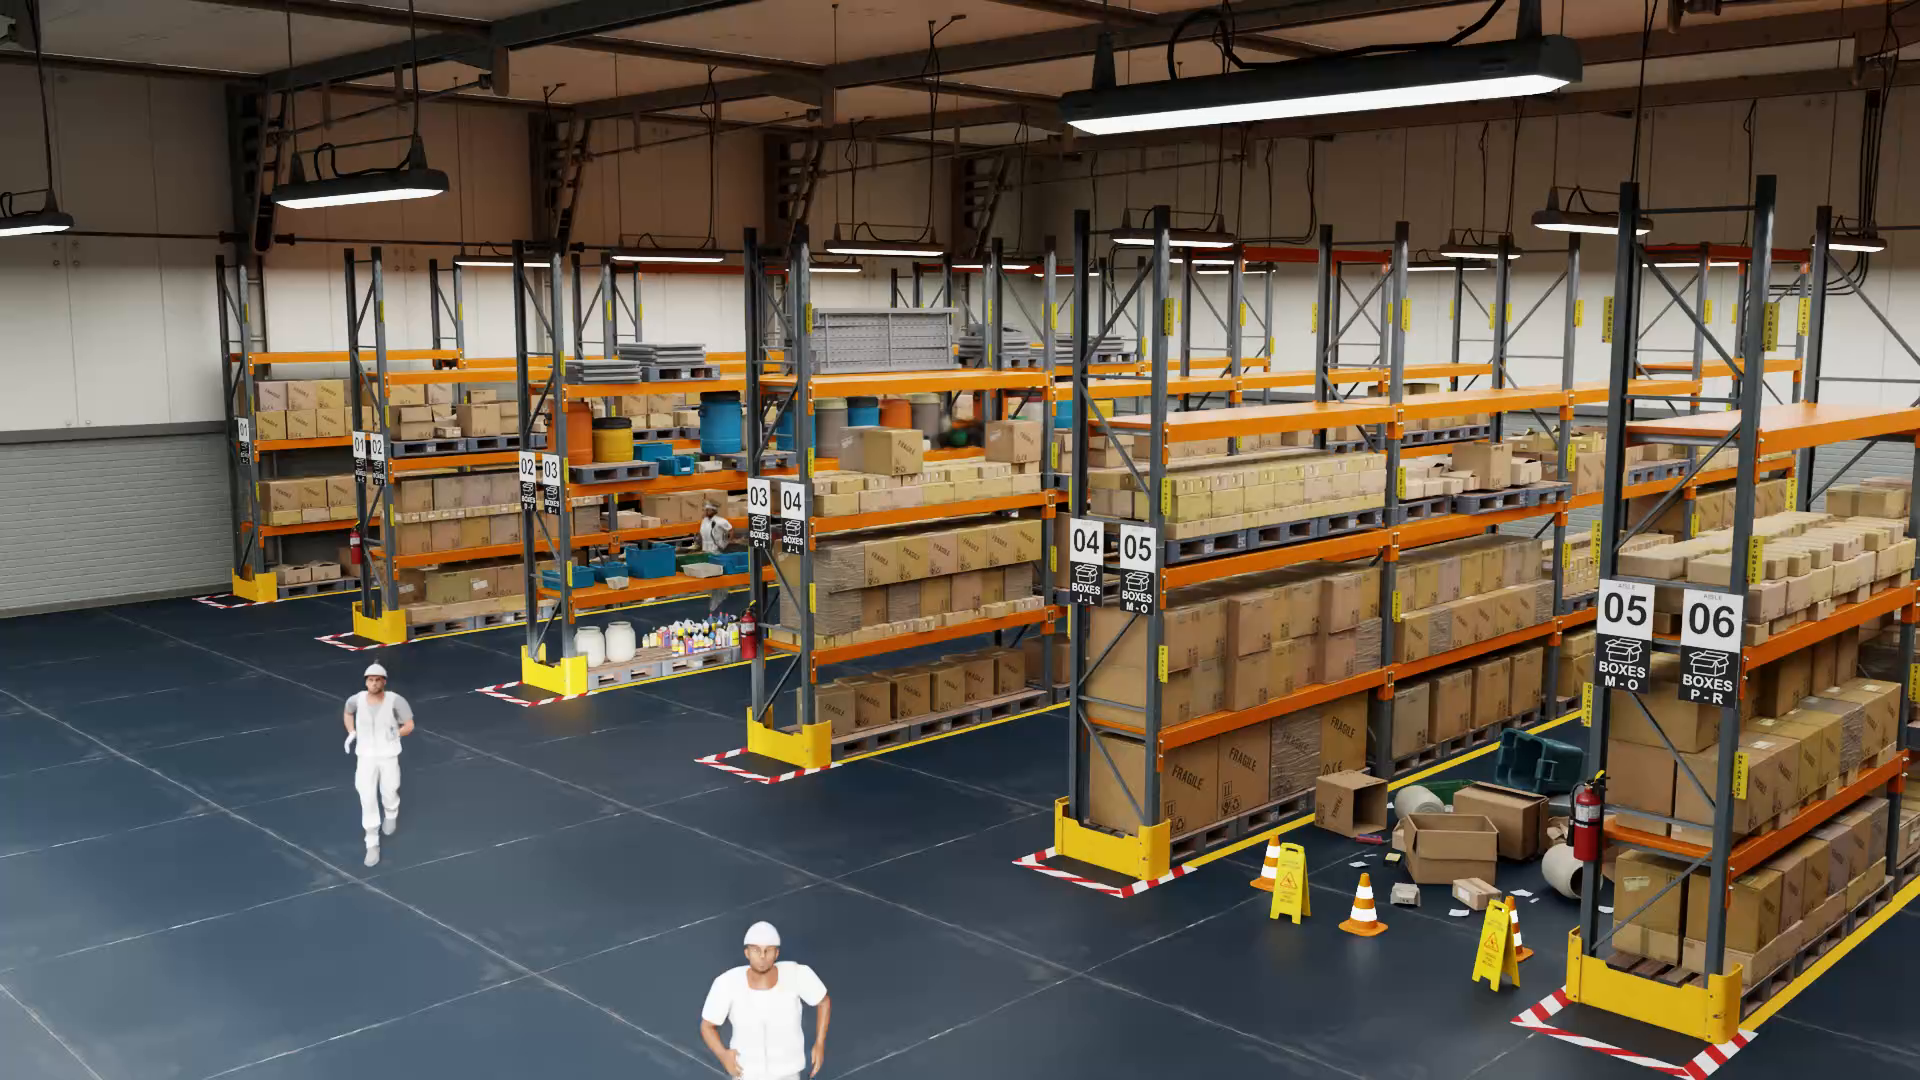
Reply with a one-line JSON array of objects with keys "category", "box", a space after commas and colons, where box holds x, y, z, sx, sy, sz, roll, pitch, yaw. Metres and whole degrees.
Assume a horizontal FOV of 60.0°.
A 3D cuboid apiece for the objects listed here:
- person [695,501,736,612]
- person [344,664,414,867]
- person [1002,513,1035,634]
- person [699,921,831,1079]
[{"category": "person", "box": [-4.007, 0.255, 26.980, 0.584, 1.805, 0.699, 7, 11, 40]}, {"category": "person", "box": [-5.478, 2.052, 15.689, 0.651, 1.807, 0.979, -2, 8, -13]}, {"category": "person", "box": [0.824, 0.503, 24.636, 0.686, 1.827, 0.906, 6, 10, 37]}, {"category": "person", "box": [-1.092, 2.999, 9.385, 0.744, 1.726, 0.546, -1, 8, -7]}]
